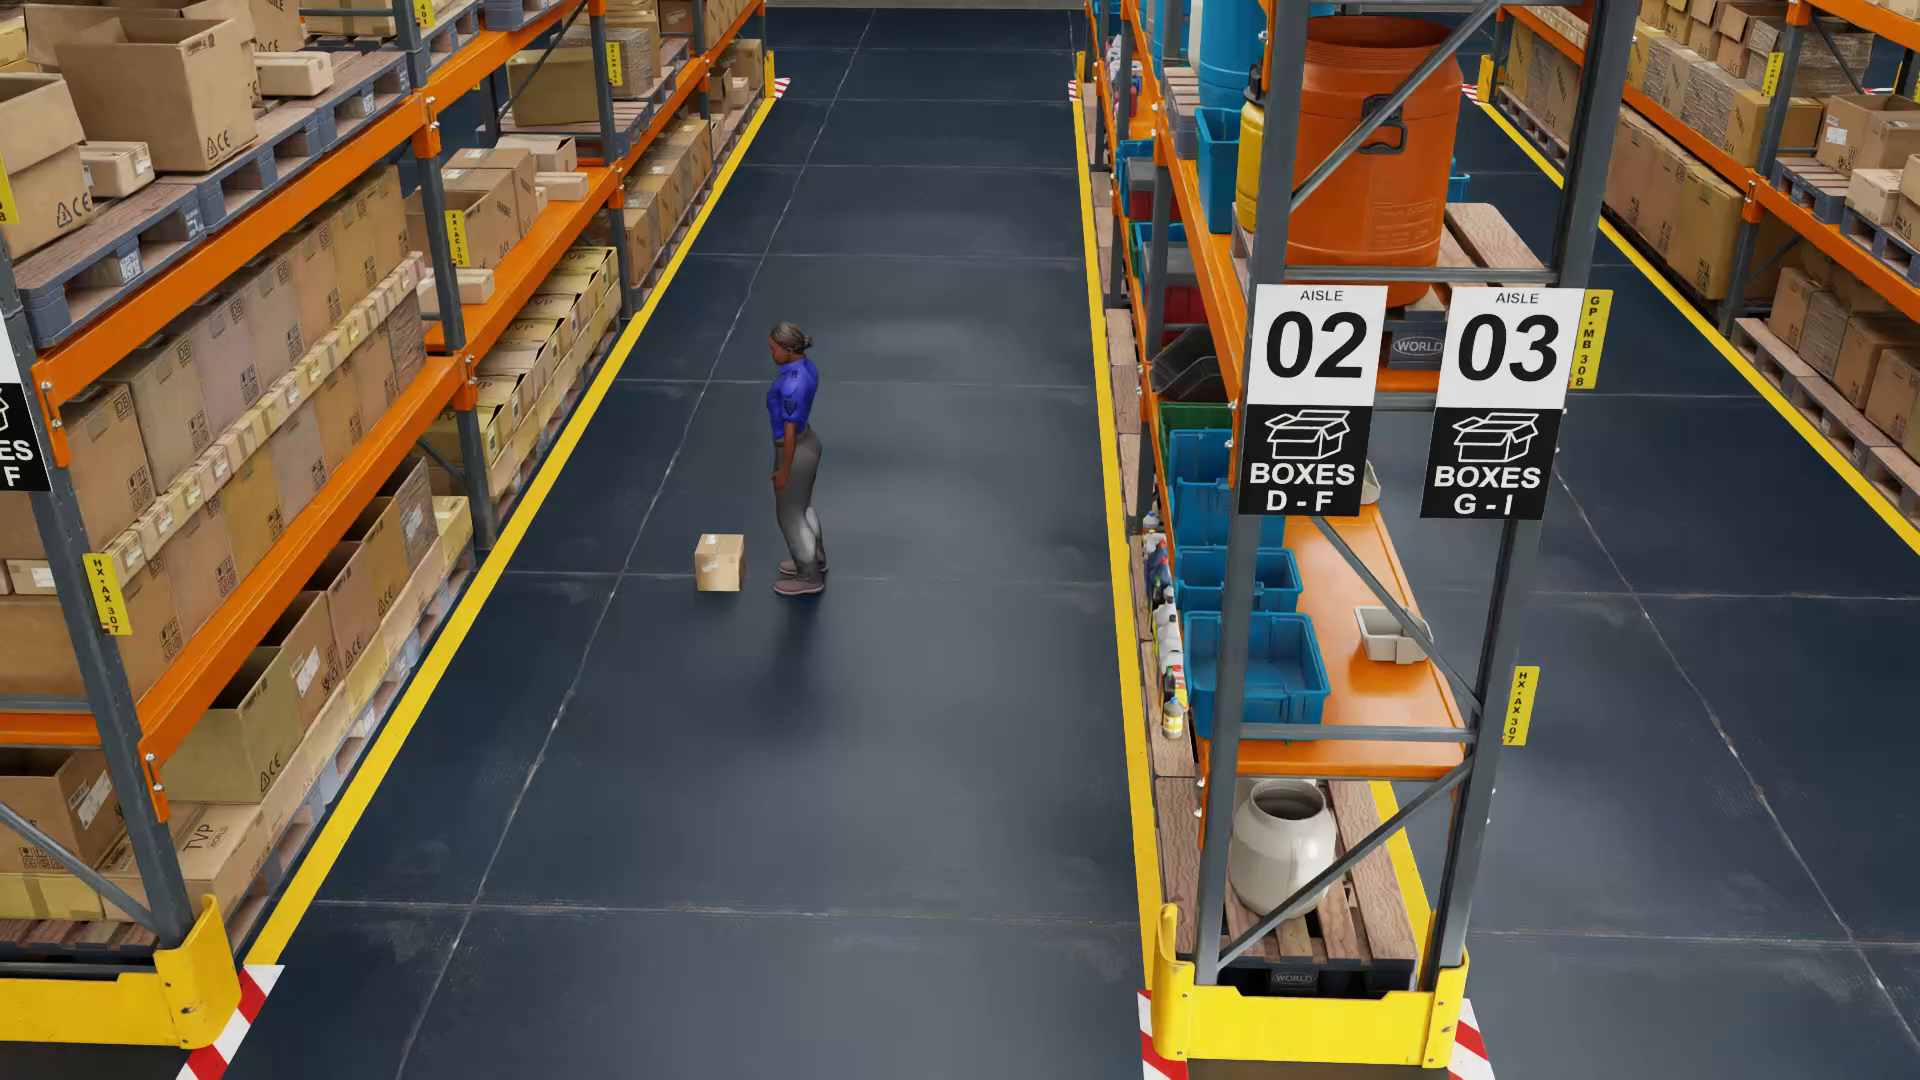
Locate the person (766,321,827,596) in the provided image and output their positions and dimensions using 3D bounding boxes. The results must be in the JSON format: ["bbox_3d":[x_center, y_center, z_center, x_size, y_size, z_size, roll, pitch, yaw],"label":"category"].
[{"bbox_3d":[-0.950,-0.470,9.515,0.304,1.655,0.438,2,28,3],"label":"person"}]
